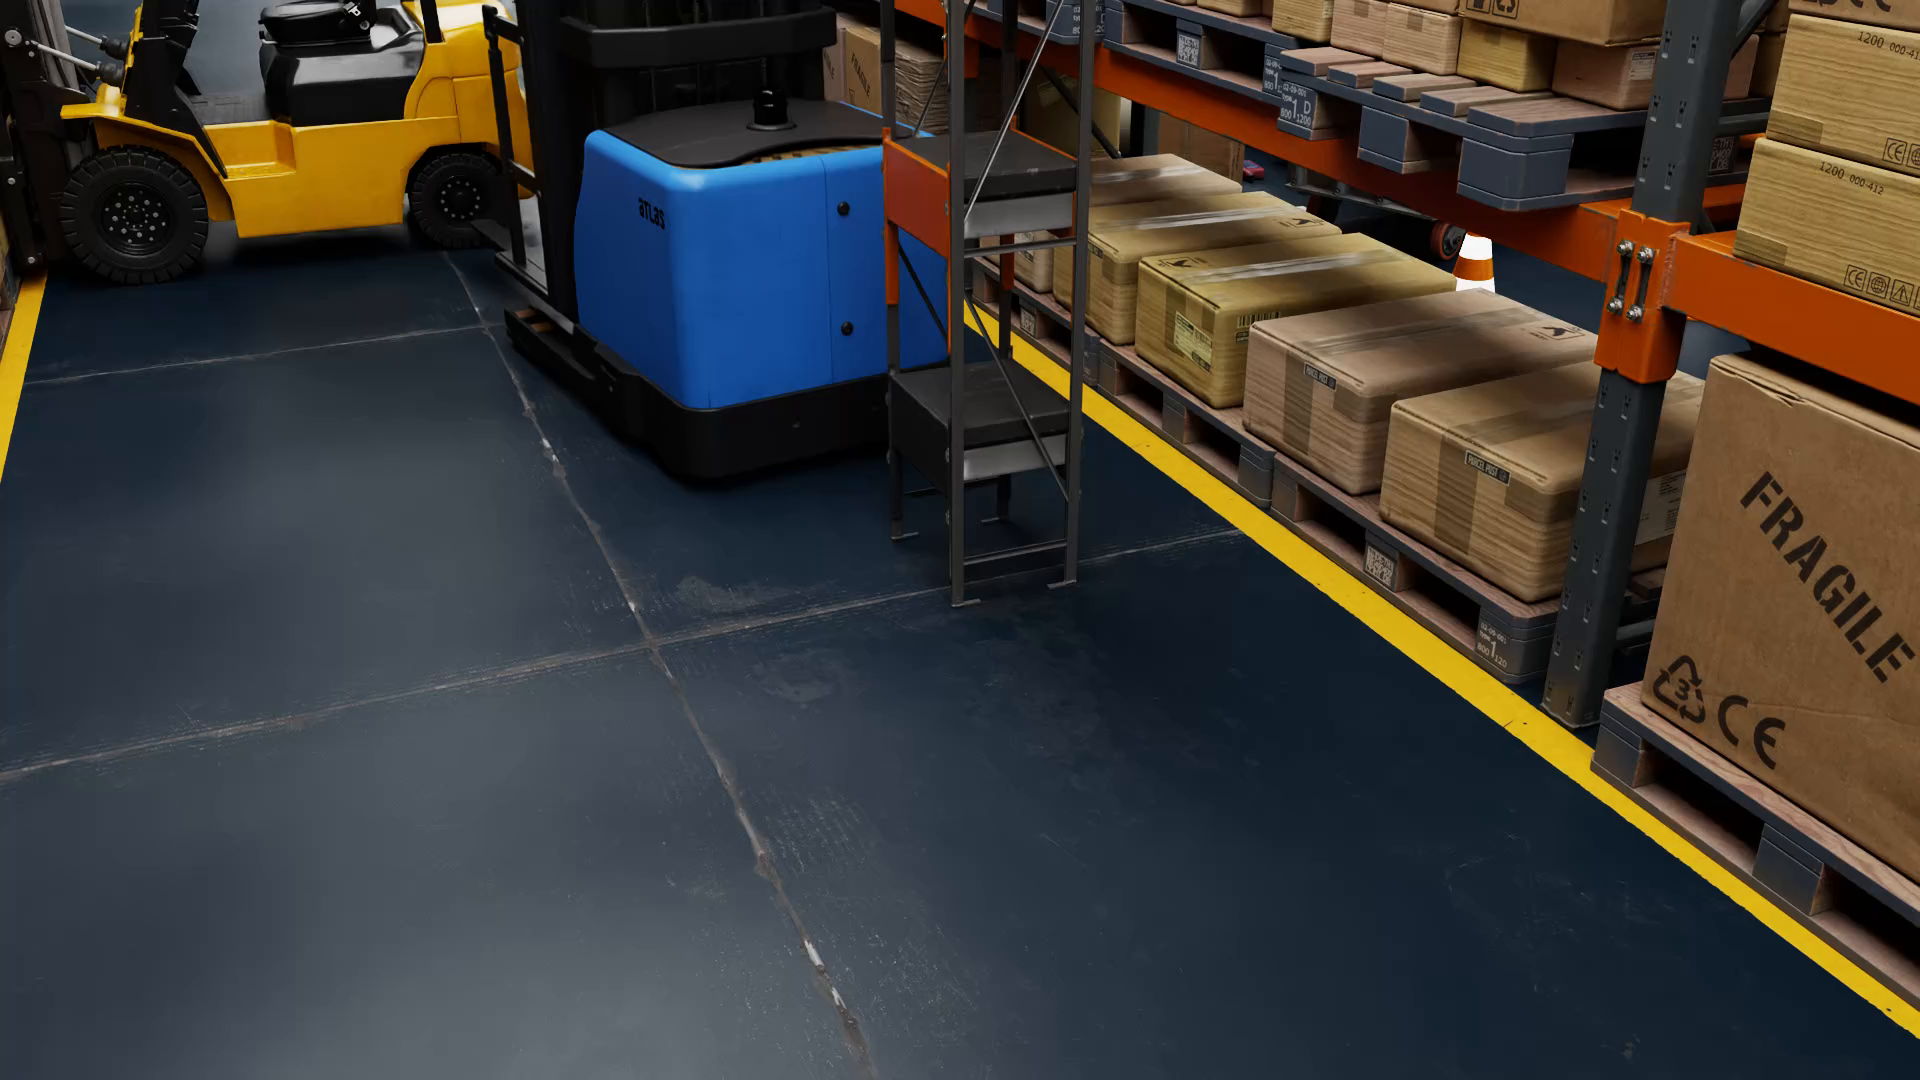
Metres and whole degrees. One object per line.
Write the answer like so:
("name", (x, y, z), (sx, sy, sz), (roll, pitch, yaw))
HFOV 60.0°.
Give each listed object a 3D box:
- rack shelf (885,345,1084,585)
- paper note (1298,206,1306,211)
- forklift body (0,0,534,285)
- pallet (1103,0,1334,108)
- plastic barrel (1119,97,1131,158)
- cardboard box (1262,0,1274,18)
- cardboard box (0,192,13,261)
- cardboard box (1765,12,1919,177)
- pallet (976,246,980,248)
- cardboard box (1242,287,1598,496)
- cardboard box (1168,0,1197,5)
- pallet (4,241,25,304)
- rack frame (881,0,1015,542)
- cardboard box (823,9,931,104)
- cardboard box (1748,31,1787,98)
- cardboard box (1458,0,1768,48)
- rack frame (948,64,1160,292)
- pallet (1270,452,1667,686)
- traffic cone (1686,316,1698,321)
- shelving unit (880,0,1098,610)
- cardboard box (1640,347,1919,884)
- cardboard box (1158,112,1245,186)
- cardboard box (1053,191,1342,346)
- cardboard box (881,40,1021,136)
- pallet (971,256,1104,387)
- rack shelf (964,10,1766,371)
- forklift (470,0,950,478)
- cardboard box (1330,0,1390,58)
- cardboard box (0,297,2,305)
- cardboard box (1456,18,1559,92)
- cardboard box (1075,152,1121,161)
("rack shelf", (0.065, -0.235, 4.966), (0.431, 0.518, 0.480), (-11, 28, -21))
("paper note", (1.793, -1.754, 8.808), (0.148, 0.019, 0.142), (-11, 28, -21))
("forklift body", (-3.280, -2.508, 7.936), (2.313, 2.155, 1.214), (-11, 28, -21))
("pallet", (1.184, -1.672, 5.475), (1.003, 0.211, 1.213), (-11, 28, -21))
("plastic barrel", (1.066, -2.465, 9.815), (0.512, 0.421, 0.421), (8, 27, 15))
("cardboard box", (1.147, -1.659, 5.036), (0.380, 0.149, 0.250), (-10, 28, -20))
("cardboard box", (-4.448, -1.339, 7.229), (0.500, 0.250, 0.500), (-10, 28, -20))
("cardboard box", (1.968, -0.877, 3.228), (0.500, 0.250, 0.500), (-11, 28, -21))
("pallet", (0.135, -1.593, 8.272), (1.003, 0.211, 1.213), (-11, 28, -21))
("cardboard box", (1.489, -0.501, 5.373), (0.950, 0.372, 0.625), (-11, 28, -22))
("cardboard box", (0.841, -1.849, 5.425), (0.380, 0.149, 0.250), (-9, 28, -19))
("pallet", (-4.890, -1.295, 7.662), (1.003, 0.211, 1.213), (-11, 28, -21))
("rack frame", (-0.031, -0.975, 4.854), (0.400, 2.100, 0.015), (-11, 28, -21))
("cardboard box", (-0.450, -2.475, 8.701), (0.500, 0.500, 0.500), (-9, 27, -18))
("cardboard box", (2.041, -1.205, 4.108), (0.380, 0.149, 0.250), (-12, 29, -24))
("cardboard box", (1.563, -1.469, 3.909), (0.500, 0.500, 0.500), (-11, 28, -22))
("rack frame", (0.431, -2.581, 7.118), (1.000, 3.000, 0.127), (-11, 28, -21))
("pallet", (1.692, -0.029, 5.069), (1.003, 0.211, 1.213), (-11, 28, -21))
("traffic cone", (3.238, -1.236, 7.254), (0.336, 0.463, 0.334), (-11, 28, -21))
("shelving unit", (0.065, -0.877, 4.652), (0.431, 2.100, 0.503), (-11, 28, -21))
("cardboard box", (2.191, 0.093, 3.584), (0.875, 0.875, 0.875), (-11, 28, -21))
("cardboard box", (1.263, -2.125, 9.030), (0.500, 0.500, 0.500), (8, 27, 15))
("cardboard box", (0.923, -1.088, 6.576), (0.950, 0.372, 0.625), (-9, 27, -17))
("cardboard box", (-0.048, -2.064, 7.859), (0.500, 0.500, 0.500), (-11, 28, -21))
("pallet", (0.737, -1.014, 7.086), (1.003, 0.211, 1.213), (-11, 28, -21))
("rack shelf", (1.214, -1.451, 5.622), (1.077, 0.370, 4.000), (-11, 28, -21))
("forklift", (-1.217, -2.125, 6.263), (1.130, 2.935, 3.031), (-15, 30, -28))
("cardboard box", (1.250, -1.427, 4.561), (0.380, 0.149, 0.250), (-12, 28, -23))
("cardboard box", (-4.020, -0.932, 6.396), (0.500, 0.250, 0.500), (-10, 28, -20))
("cardboard box", (1.481, -1.230, 4.158), (0.380, 0.149, 0.250), (-10, 28, -20))
("cardboard box", (0.448, -1.819, 8.212), (0.500, 0.250, 0.500), (-12, 28, -23))
